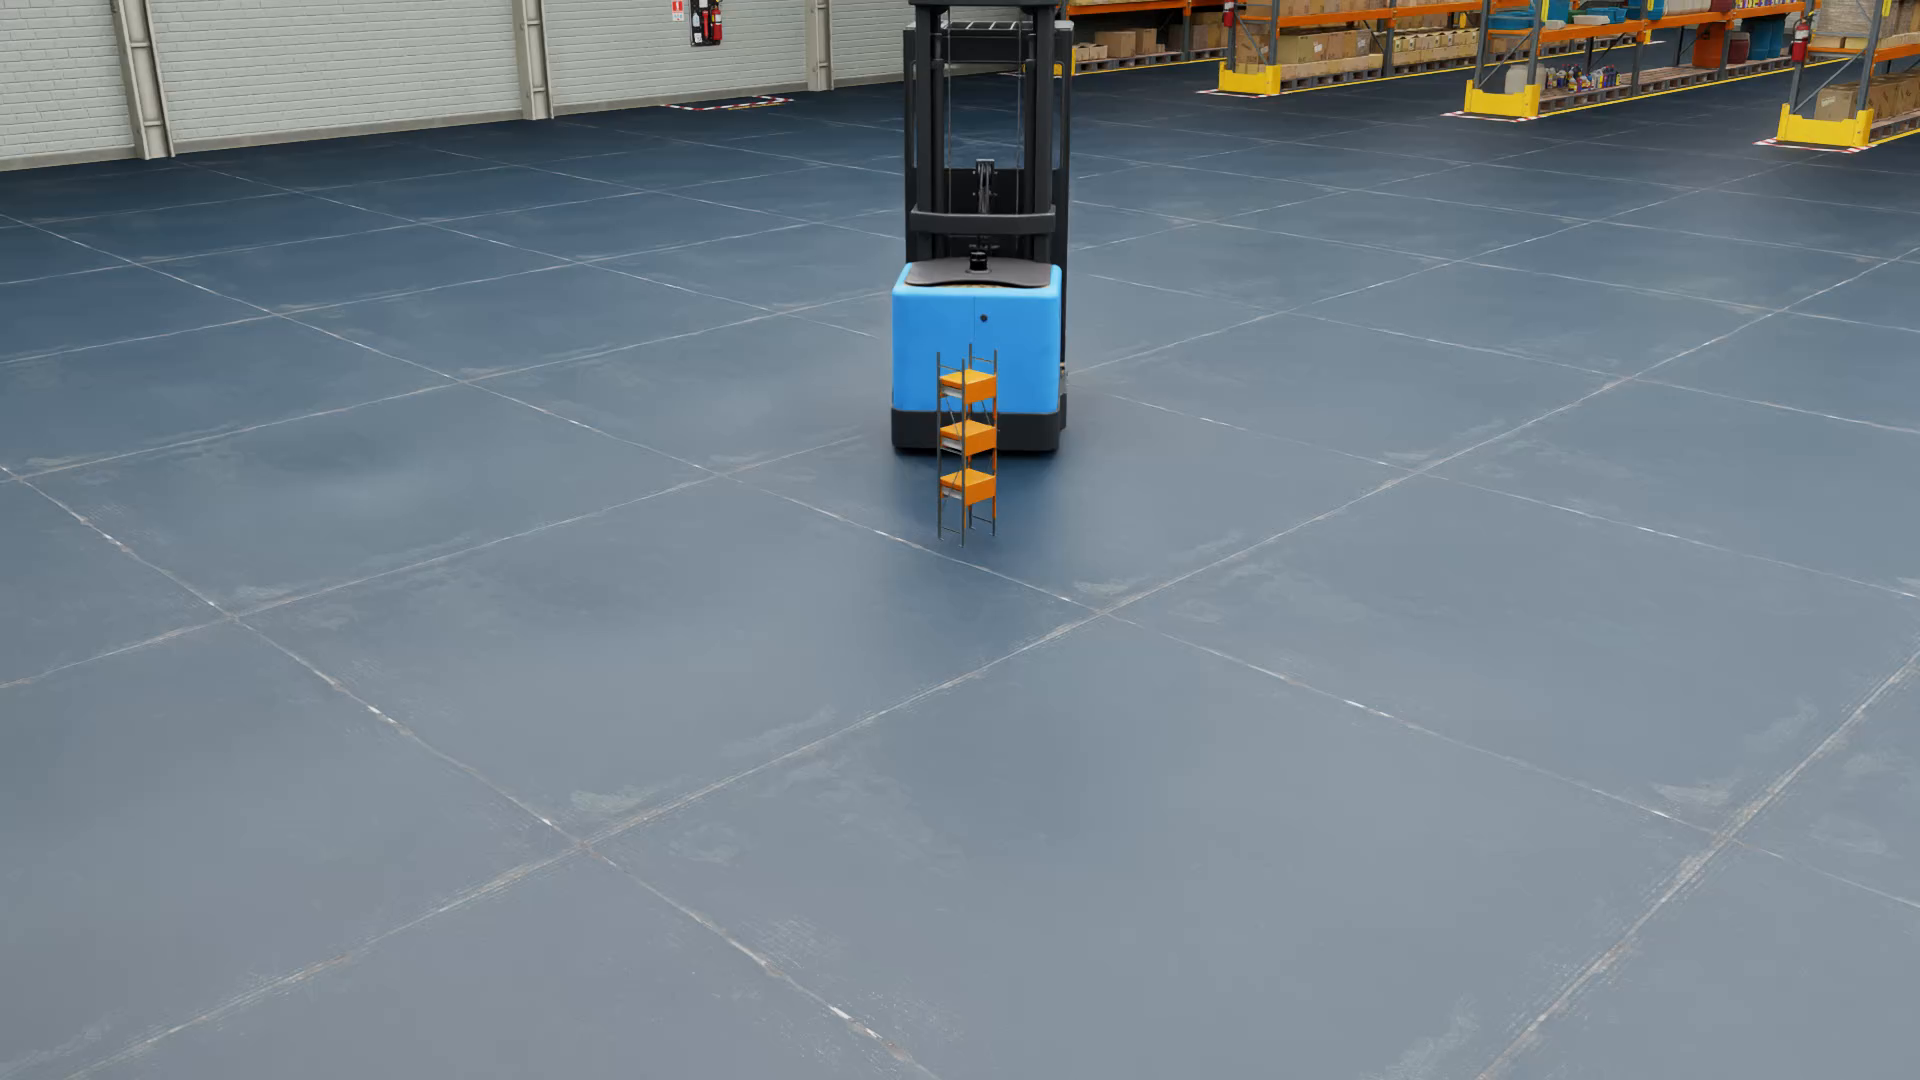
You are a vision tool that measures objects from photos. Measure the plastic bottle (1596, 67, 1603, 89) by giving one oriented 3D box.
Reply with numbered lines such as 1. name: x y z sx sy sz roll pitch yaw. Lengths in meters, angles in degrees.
1. plastic bottle: 11.030 -7.993 28.767 0.144 0.351 0.185 19 28 40

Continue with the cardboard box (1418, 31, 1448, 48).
1. cardboard box: 9.624 -10.248 34.022 0.500 0.311 0.500 -19 28 -41

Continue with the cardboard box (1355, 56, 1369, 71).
1. cardboard box: 7.563 -9.247 32.199 0.500 0.250 0.500 19 28 41

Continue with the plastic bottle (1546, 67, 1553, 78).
1. plastic bottle: 10.213 -8.053 28.925 0.185 0.351 0.144 -19 28 -40

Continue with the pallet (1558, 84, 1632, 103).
1. pallet: 11.133 -7.930 29.412 1.003 0.211 1.213 19 28 41

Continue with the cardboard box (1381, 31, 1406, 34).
1. cardboard box: 8.871 -10.248 34.021 0.500 0.311 0.500 19 28 40

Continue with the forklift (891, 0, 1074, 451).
1. forklift: 0.197 -2.405 11.247 1.130 2.935 3.031 2 21 4

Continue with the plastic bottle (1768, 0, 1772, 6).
1. plastic bottle: 16.178 -10.825 33.219 0.061 0.283 0.133 19 28 41

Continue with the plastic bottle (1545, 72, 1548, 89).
1. plastic bottle: 10.081 -7.916 28.662 0.061 0.283 0.133 19 28 41

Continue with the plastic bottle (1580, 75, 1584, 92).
1. plastic bottle: 10.569 -7.773 28.308 0.097 0.271 0.097 0 21 0

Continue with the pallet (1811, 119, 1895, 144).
1. pallet: 13.035 -6.044 24.505 1.003 0.211 1.213 19 28 41

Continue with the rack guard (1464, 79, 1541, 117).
1. rack guard: 8.861 -7.230 27.188 1.175 0.500 0.348 19 28 41

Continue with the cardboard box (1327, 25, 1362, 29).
1. cardboard box: 7.538 -9.856 32.739 0.500 0.500 0.500 19 28 41

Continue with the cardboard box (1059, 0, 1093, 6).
1. cardboard box: 2.311 -10.830 33.252 0.500 0.250 0.500 18 28 39

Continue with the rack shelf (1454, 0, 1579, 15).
1. rack shelf: 12.271 -11.841 36.703 1.077 0.370 4.000 19 28 41

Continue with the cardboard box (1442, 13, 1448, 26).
1. cardboard box: 12.488 -13.782 43.650 0.700 0.500 0.500 19 28 41

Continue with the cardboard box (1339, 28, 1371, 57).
1. cardboard box: 7.561 -9.597 32.066 0.500 0.500 0.500 19 28 41

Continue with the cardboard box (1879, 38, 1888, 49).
1. cardboard box: 12.948 -7.082 23.668 0.380 0.149 0.250 19 28 41

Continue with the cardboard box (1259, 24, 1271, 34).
1. cardboard box: 6.859 -11.742 38.314 0.500 0.500 0.700 -20 29 -41

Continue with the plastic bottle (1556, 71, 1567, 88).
1. plastic bottle: 10.467 -8.036 28.983 0.152 0.276 0.135 19 28 41

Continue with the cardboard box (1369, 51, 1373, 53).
1. cardboard box: 8.167 -9.726 33.445 0.500 0.250 0.500 19 28 40

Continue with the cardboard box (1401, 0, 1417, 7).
1. cardboard box: 8.850 -10.694 33.066 0.380 0.149 0.250 19 28 41

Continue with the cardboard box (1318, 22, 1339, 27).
1. cardboard box: 8.547 -12.474 39.758 0.750 0.750 0.750 19 28 40

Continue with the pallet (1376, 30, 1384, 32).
1. pallet: 10.701 -12.804 42.093 1.003 0.211 1.213 19 28 41

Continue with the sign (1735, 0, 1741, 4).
1. sign: 14.821 -10.362 31.626 0.100 0.325 0.005 19 28 41

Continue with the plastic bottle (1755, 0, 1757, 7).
1. plastic bottle: 15.633 -10.628 32.723 0.097 0.271 0.097 0 21 0

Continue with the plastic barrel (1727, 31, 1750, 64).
1. plastic barrel: 15.539 -9.913 33.459 0.600 0.588 0.708 19 28 41

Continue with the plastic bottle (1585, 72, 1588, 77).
1. plastic bottle: 10.837 -7.947 28.742 0.061 0.283 0.133 19 28 41

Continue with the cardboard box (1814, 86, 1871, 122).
1. cardboard box: 12.838 -6.311 24.213 0.500 0.500 0.500 -14 25 -32

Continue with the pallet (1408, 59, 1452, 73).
1. pallet: 9.423 -9.847 34.400 1.003 0.211 1.213 19 28 41

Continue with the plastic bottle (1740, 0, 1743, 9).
1. plastic bottle: 15.124 -10.407 32.248 0.097 0.201 0.097 0 21 0

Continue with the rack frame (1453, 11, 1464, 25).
1. rack frame: 12.905 -14.958 43.810 1.000 3.000 0.127 19 28 41

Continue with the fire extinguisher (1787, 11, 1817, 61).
1. fire extinguisher: 11.980 -7.176 23.671 0.296 0.674 0.183 19 28 41

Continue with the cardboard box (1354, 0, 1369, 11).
1. cardboard box: 7.417 -10.428 31.886 0.700 0.500 0.500 19 28 40

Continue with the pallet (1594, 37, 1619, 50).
1. pallet: 14.997 -11.881 39.691 1.003 0.211 1.213 19 28 41

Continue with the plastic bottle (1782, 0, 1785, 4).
1. plastic bottle: 16.677 -11.061 33.741 0.144 0.351 0.185 19 28 41

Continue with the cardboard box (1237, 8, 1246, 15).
1. cardboard box: 6.417 -11.961 37.839 0.500 0.250 0.500 -20 28 -41

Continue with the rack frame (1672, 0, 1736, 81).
1. rack frame: 14.422 -10.422 32.009 1.000 3.000 0.127 19 28 41

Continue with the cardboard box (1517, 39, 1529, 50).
1. cardboard box: 12.113 -11.010 36.410 0.500 0.500 0.500 19 28 40

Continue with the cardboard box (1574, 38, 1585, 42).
1. cardboard box: 14.114 -11.695 38.455 0.500 0.311 0.500 19 28 41

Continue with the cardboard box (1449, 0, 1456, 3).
1. cardboard box: 10.027 -11.203 34.392 0.250 0.149 0.380 -18 27 -38

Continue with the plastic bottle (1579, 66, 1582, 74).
1. plastic bottle: 11.095 -8.353 29.816 0.097 0.271 0.097 0 21 0

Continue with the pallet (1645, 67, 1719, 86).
1. pallet: 13.854 -8.931 32.016 1.003 0.211 1.213 19 28 41

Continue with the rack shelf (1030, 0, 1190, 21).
1. rack shelf: 3.138 -11.023 34.576 1.077 0.370 4.000 19 28 41

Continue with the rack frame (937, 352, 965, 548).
1. rack frame: -0.048 -0.472 8.840 0.200 1.050 0.008 19 28 41

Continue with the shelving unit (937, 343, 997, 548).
1. shelving unit: 0.037 -0.504 8.922 0.215 1.050 0.252 19 28 41

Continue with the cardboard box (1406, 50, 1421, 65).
1. cardboard box: 8.902 -9.720 33.429 0.500 0.250 0.500 -19 28 -41

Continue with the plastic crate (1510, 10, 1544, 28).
1. plastic crate: 9.433 -8.665 27.645 0.499 0.251 0.408 19 28 41

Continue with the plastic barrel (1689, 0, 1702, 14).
1. plastic barrel: 13.564 -10.048 30.880 0.421 0.512 0.421 0 21 0
